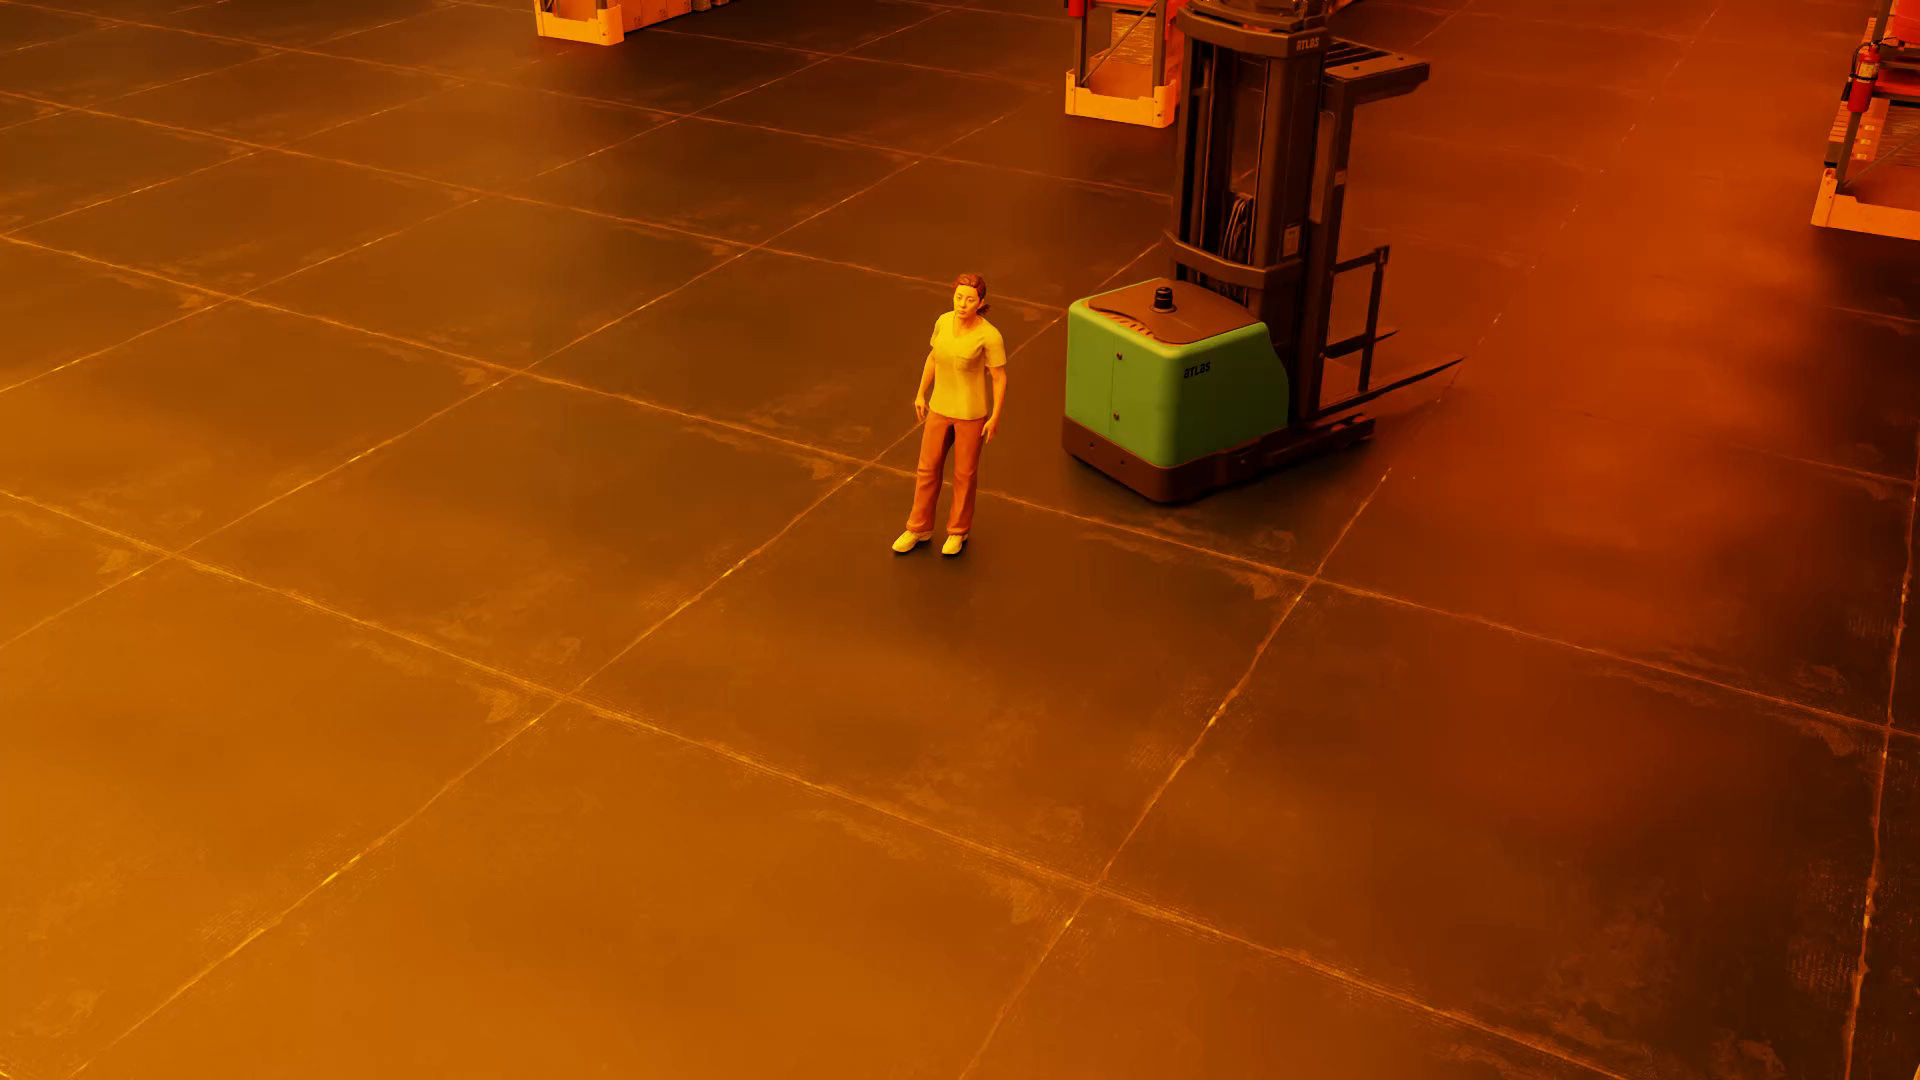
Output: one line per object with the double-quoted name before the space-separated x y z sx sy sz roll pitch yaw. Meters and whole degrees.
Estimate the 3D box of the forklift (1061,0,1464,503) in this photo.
"forklift" 2.161 -2.071 10.658 3.031 2.935 1.130 -20 35 -30

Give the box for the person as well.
"person" -0.046 -0.702 9.529 0.554 1.673 0.548 15 33 25
